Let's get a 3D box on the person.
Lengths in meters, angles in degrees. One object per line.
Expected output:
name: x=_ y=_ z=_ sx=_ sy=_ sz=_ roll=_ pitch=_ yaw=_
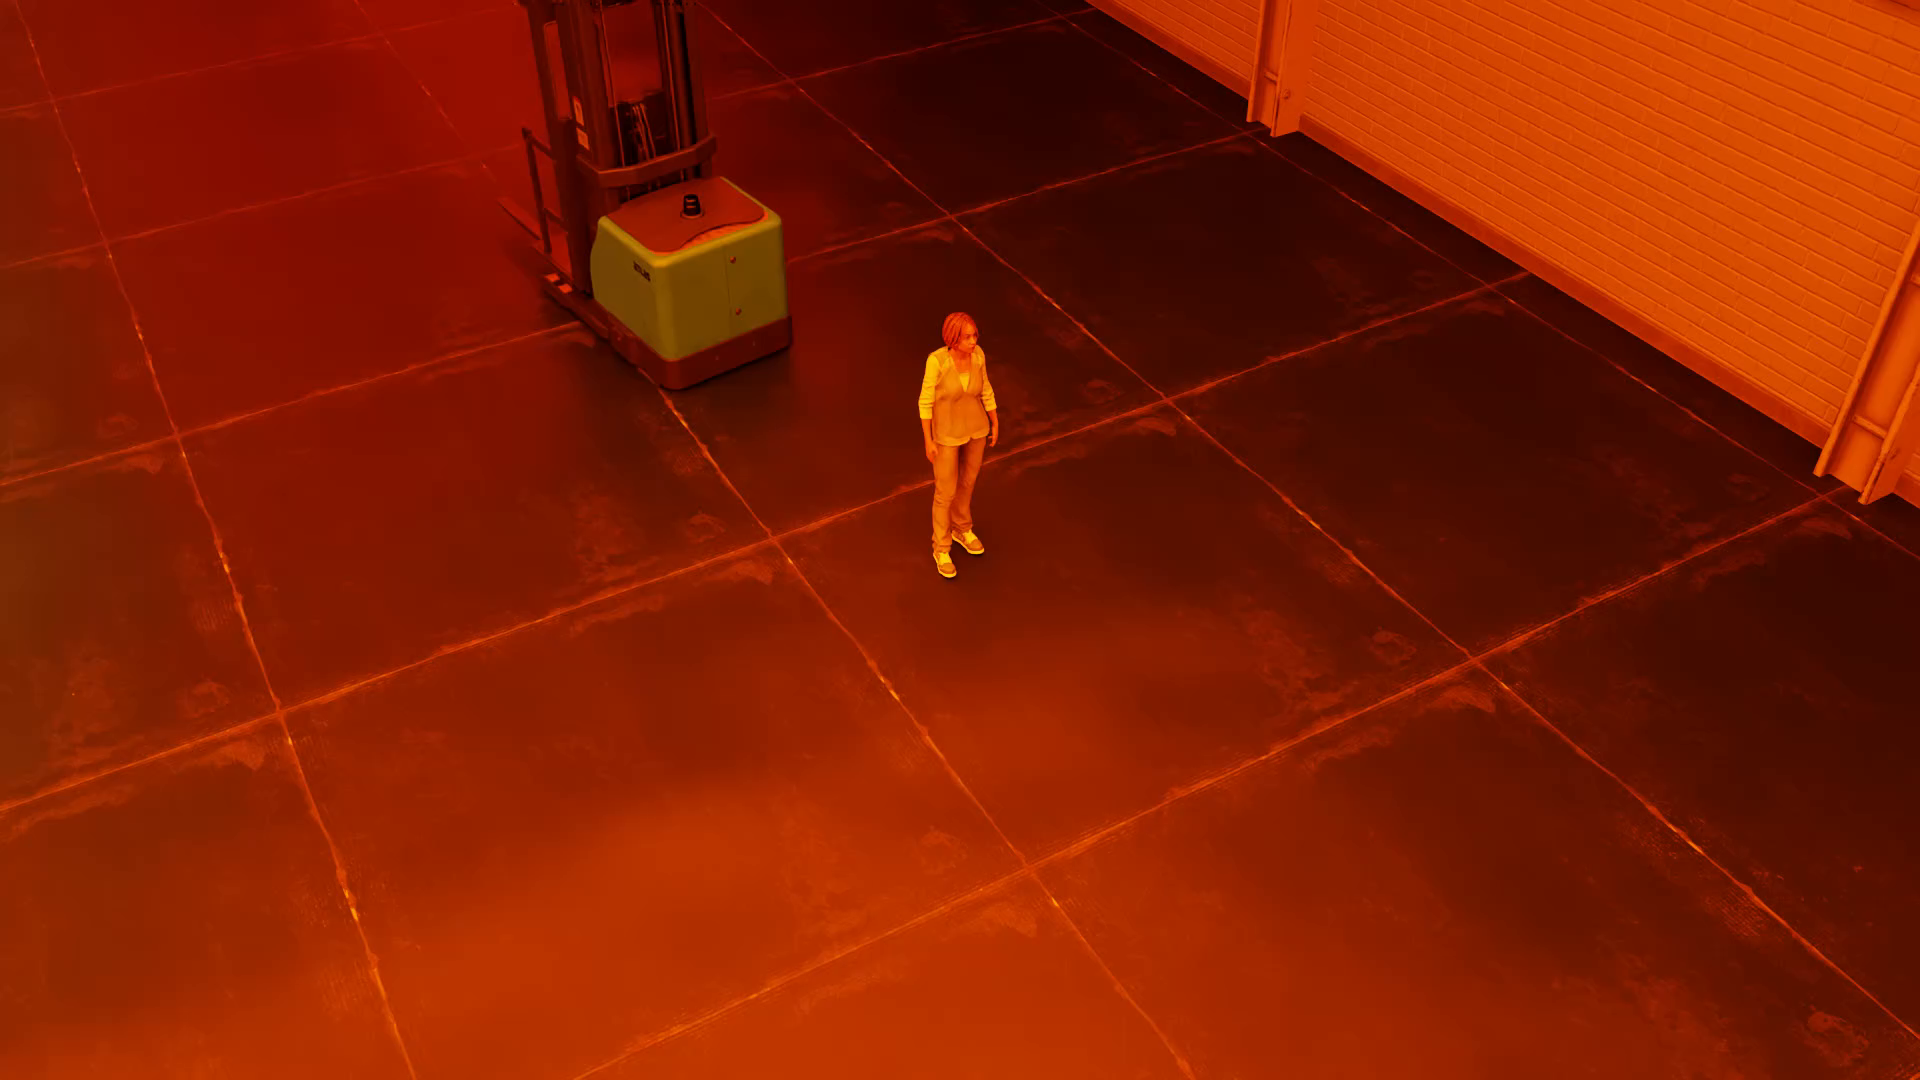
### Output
person: x=0.024 y=-0.575 z=9.763 sx=0.520 sy=1.597 sz=0.475 roll=-20 pitch=44 yaw=-23

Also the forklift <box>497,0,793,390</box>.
forklift: x=-2.501 y=-3.048 z=11.711 sx=1.130 sy=2.935 sz=3.031 roll=-27 pitch=47 yaw=-28
